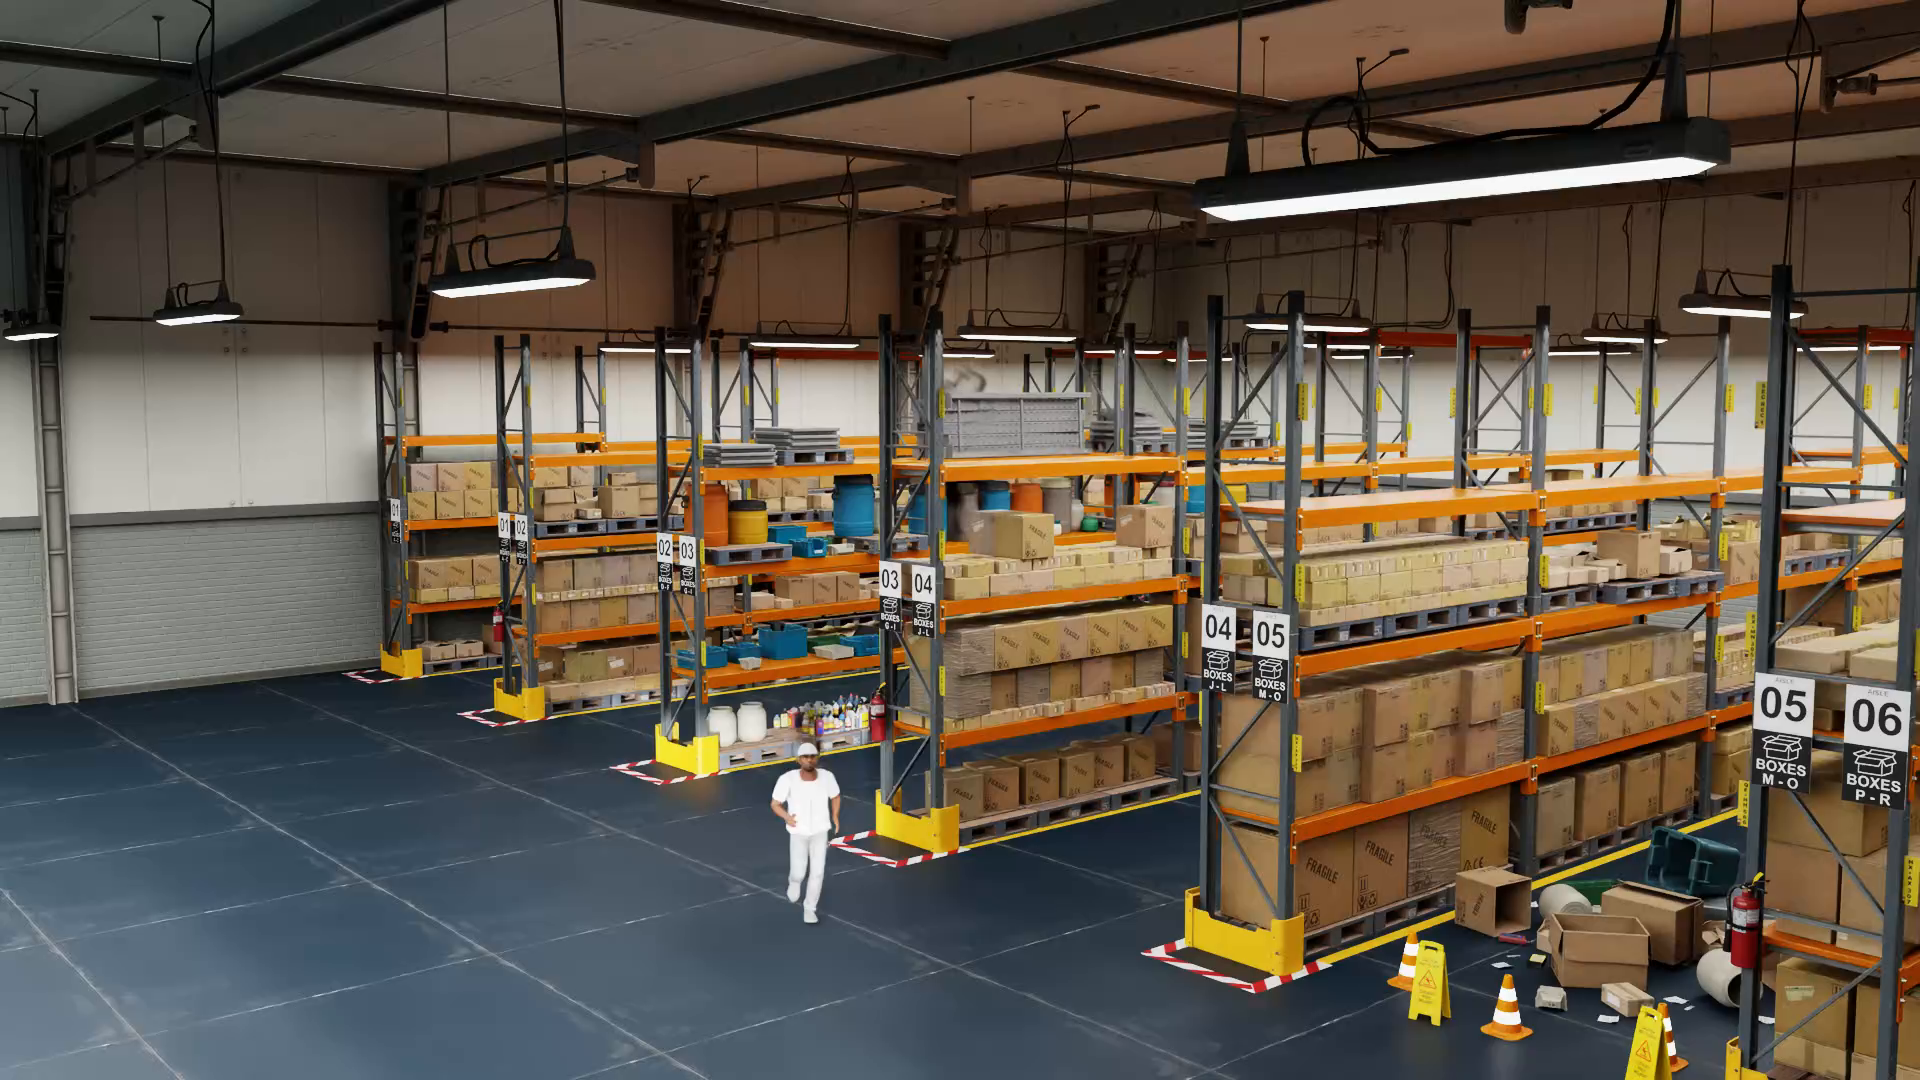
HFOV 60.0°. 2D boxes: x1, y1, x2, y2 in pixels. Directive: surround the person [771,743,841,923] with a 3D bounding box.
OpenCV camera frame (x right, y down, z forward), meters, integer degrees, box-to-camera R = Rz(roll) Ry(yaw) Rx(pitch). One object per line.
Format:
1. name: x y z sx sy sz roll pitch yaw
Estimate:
1. person: -1.491 2.824 16.256 0.704 1.725 0.668 -1 5 -16
